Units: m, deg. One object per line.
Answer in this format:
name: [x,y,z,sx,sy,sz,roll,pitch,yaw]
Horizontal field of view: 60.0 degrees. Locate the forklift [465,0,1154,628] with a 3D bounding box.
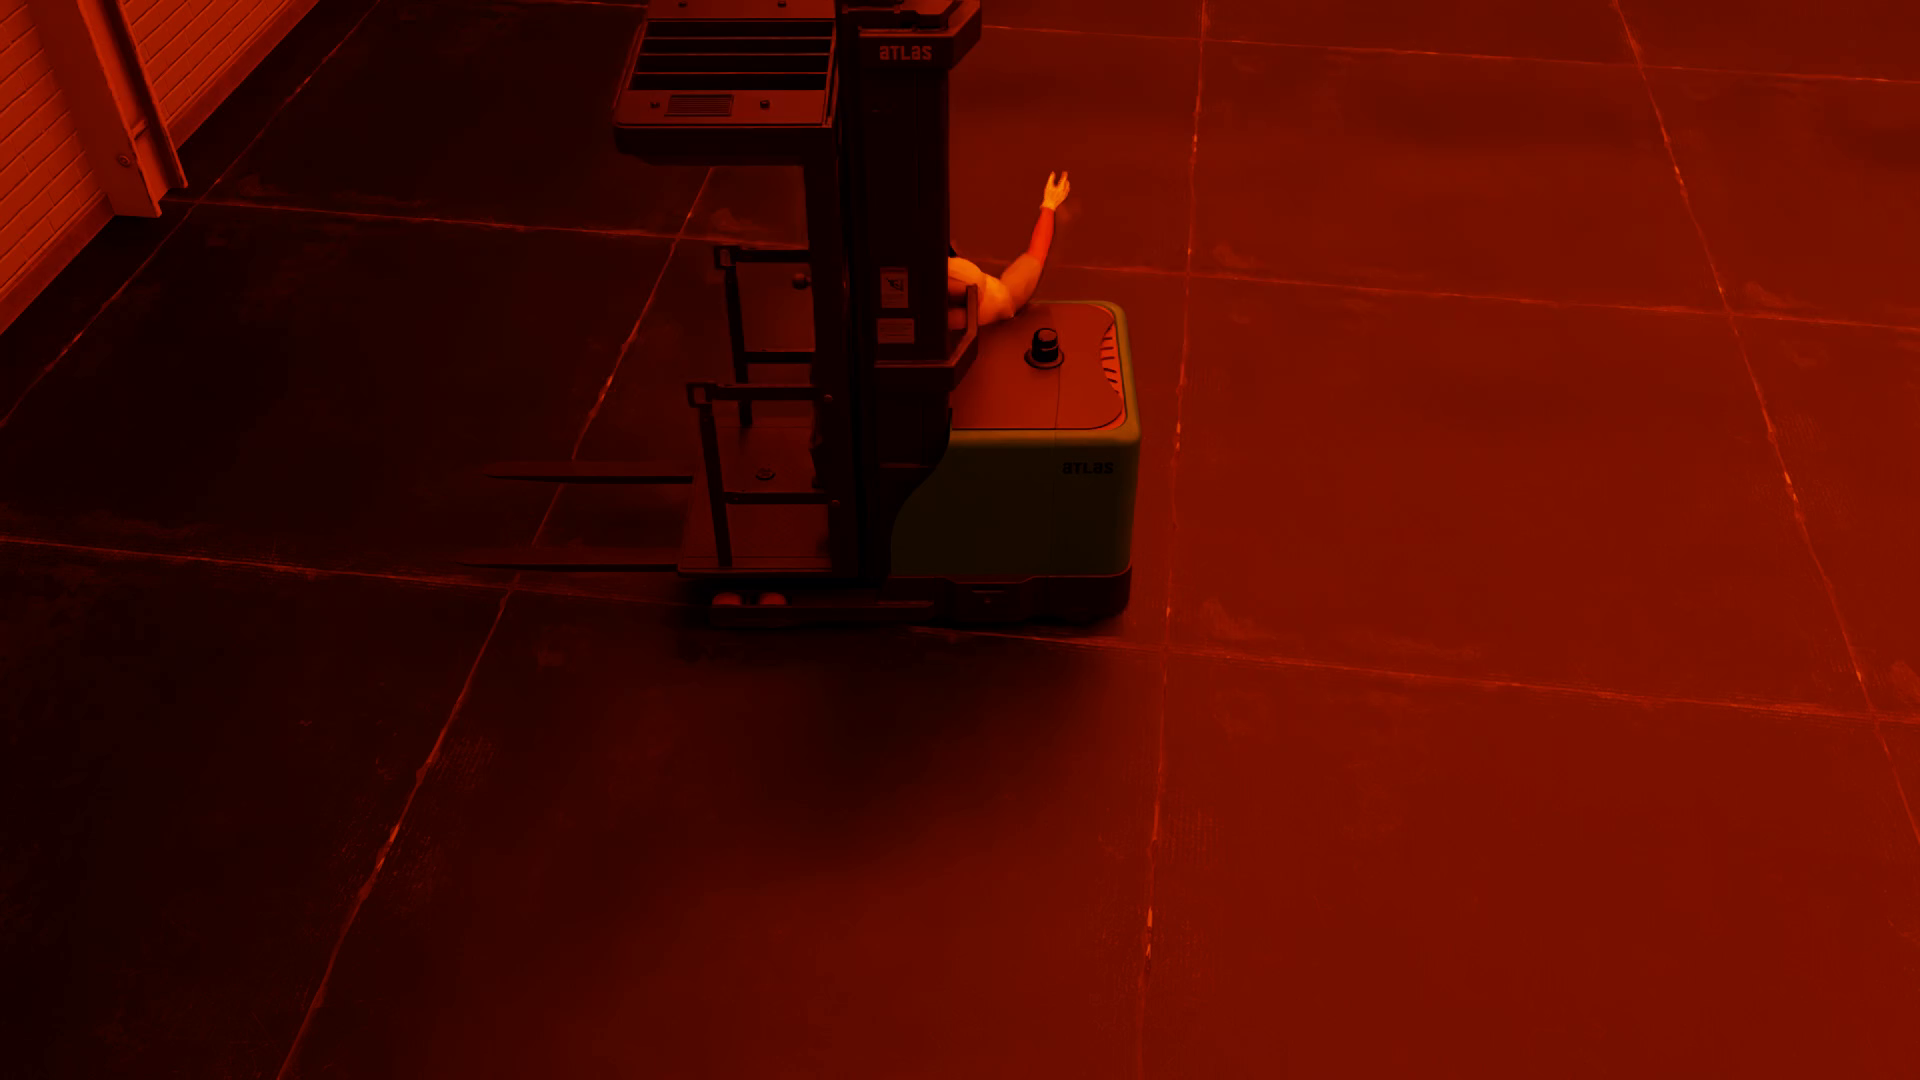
forklift: [-0.706,-1.044,6.861,3.031,2.935,1.130,0,43,0]

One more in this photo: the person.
person: [-0.105,-1.018,7.656,0.999,1.545,0.812,-14,44,-15]
